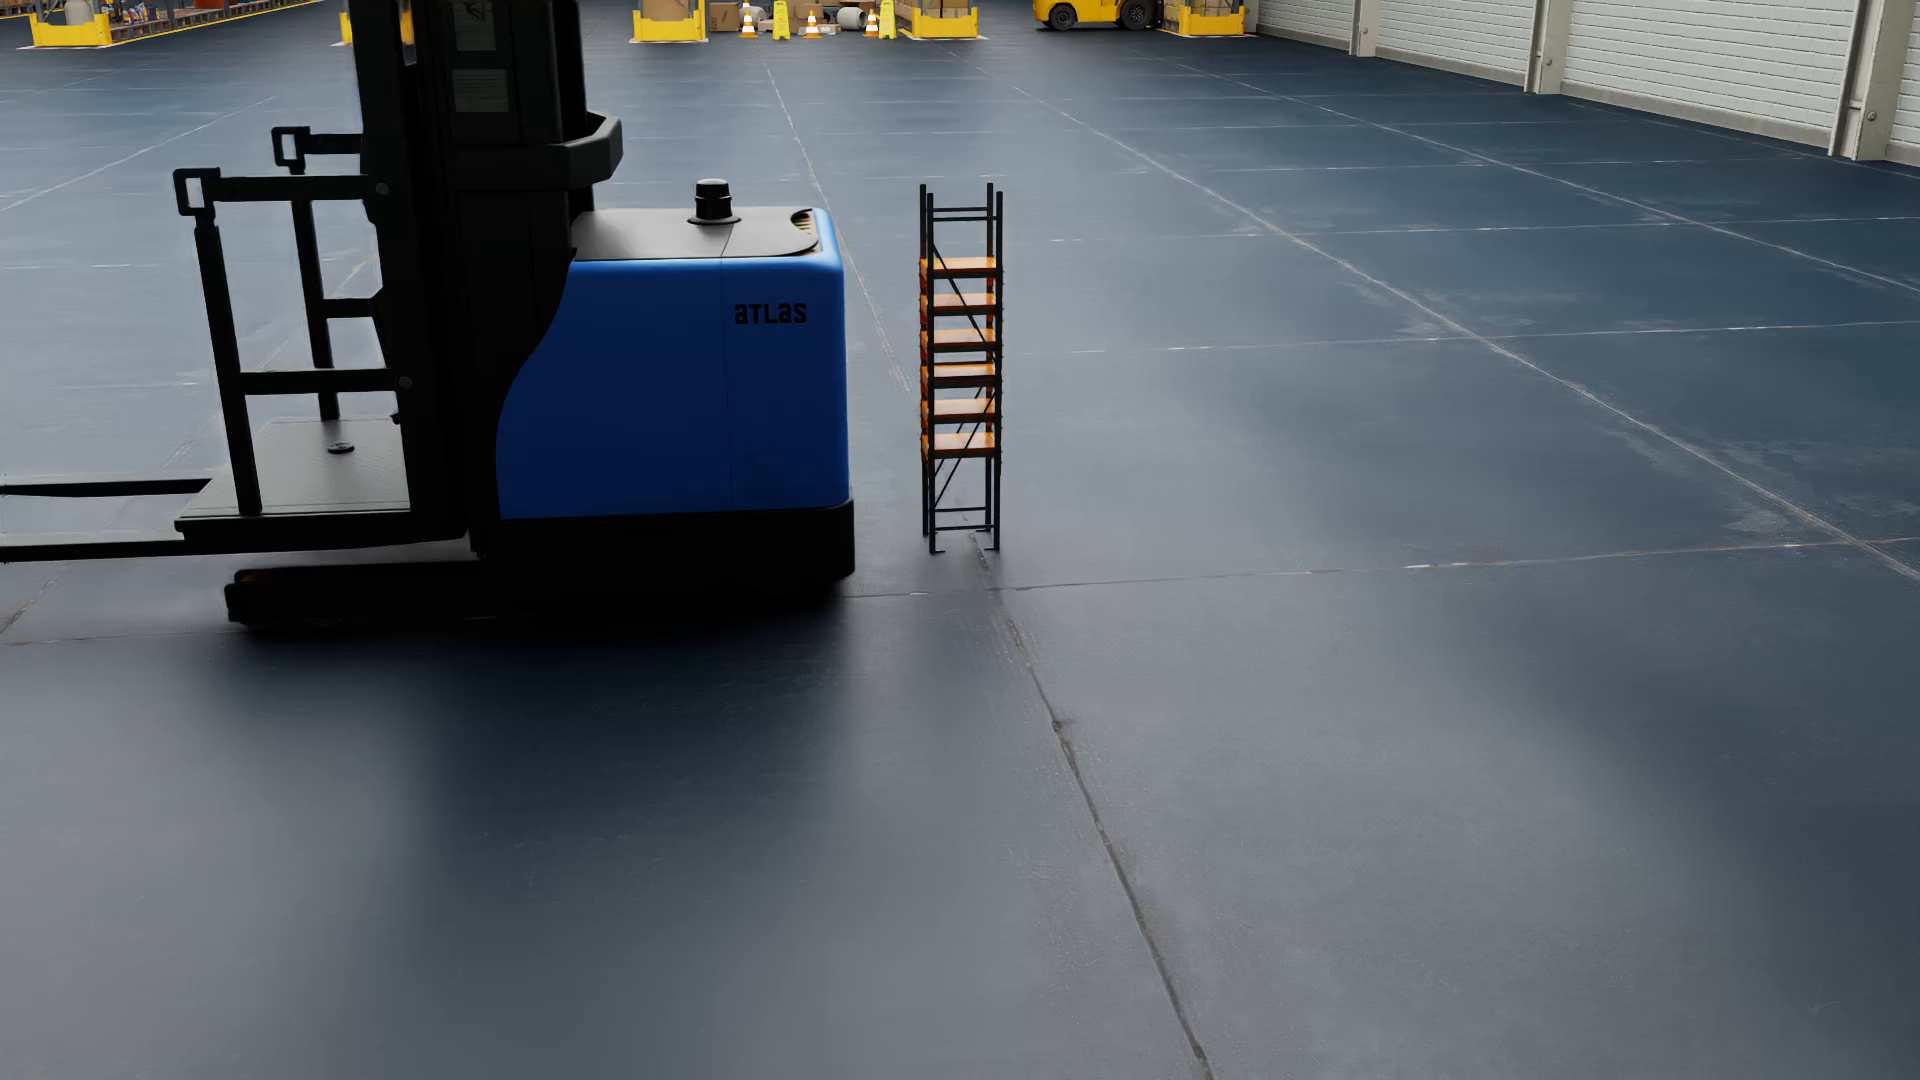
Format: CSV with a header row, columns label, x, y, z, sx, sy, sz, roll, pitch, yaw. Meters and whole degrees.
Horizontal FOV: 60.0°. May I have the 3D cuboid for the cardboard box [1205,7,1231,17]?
label,x,y,z,sx,sy,sz,roll,pitch,yaw
cardboard box,4.771,-9.868,31.180,0.500,0.250,0.500,-3,21,-8

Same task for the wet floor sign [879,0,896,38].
label,x,y,z,sx,sy,sz,roll,pitch,yaw
wet floor sign,-1.295,-9.305,29.708,0.267,0.644,0.232,4,21,11

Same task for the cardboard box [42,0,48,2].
label,x,y,z,sx,sy,sz,roll,pitch,yaw
cardboard box,-21.248,-12.563,38.010,0.500,0.500,0.500,-3,21,-8

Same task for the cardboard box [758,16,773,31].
label,x,y,z,sx,sy,sz,roll,pitch,yaw
cardboard box,-3.653,-9.845,31.697,0.396,0.266,0.258,1,20,2

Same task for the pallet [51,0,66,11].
label,x,y,z,sx,sy,sz,roll,pitch,yaw
pallet,-21.701,-12.616,39.193,1.003,0.211,1.213,-3,21,-8

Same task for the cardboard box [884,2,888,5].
label,x,y,z,sx,sy,sz,roll,pitch,yaw
cardboard box,-1.127,-11.550,35.507,0.950,0.372,0.625,-2,21,-6

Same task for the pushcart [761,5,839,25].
label,x,y,z,sx,sy,sz,roll,pitch,yaw
pushcart,-3.089,-10.552,33.430,1.648,0.377,0.936,-11,23,-26

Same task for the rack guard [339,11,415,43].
label,x,y,z,sx,sy,sz,roll,pitch,yaw
rack guard,-10.081,-8.884,28.787,1.175,0.500,0.348,-3,21,-8

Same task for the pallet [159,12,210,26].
label,x,y,z,sx,sy,sz,roll,pitch,yaw
pallet,-15.878,-10.550,33.662,1.003,0.211,1.213,-3,21,-8

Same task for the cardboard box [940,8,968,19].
label,x,y,z,sx,sy,sz,roll,pitch,yaw
cardboard box,-0.106,-9.730,30.810,0.500,0.250,0.500,-3,21,-8

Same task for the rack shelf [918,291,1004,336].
label,x,y,z,sx,sy,sz,roll,pitch,yaw
rack shelf,0.002,-0.740,5.424,0.258,0.103,0.180,-3,21,-8

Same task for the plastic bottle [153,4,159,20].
label,x,y,z,sx,sy,sz,roll,pitch,yaw
plastic bottle,-15.152,-9.947,31.315,0.061,0.283,0.133,-2,21,-5

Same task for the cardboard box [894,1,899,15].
label,x,y,z,sx,sy,sz,roll,pitch,yaw
cardboard box,-1.022,-10.604,33.149,0.500,0.250,0.500,-4,21,-10

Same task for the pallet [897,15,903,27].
label,x,y,z,sx,sy,sz,roll,pitch,yaw
pallet,-0.708,-10.376,33.195,1.003,0.211,1.213,-3,21,-8

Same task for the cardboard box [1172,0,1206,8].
label,x,y,z,sx,sy,sz,roll,pitch,yaw
cardboard box,4.268,-10.075,31.020,0.500,0.250,0.500,-3,21,-8

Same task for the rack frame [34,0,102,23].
label,x,y,z,sx,sy,sz,roll,pitch,yaw
rack frame,-14.971,-9.778,27.610,1.000,3.000,0.127,-3,21,-8

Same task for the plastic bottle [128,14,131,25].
label,x,y,z,sx,sy,sz,roll,pitch,yaw
plastic bottle,-14.939,-9.353,29.841,0.097,0.201,0.097,0,20,0

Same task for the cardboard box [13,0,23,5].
label,x,y,z,sx,sy,sz,roll,pitch,yaw
cardboard box,-21.038,-12.042,36.615,0.500,0.500,0.500,-4,21,-10

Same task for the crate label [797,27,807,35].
label,x,y,z,sx,sy,sz,roll,pitch,yaw
crate label,-2.826,-9.366,30.598,0.250,0.136,0.298,-15,25,-35

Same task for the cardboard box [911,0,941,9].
label,x,y,z,sx,sy,sz,roll,pitch,yaw
cardboard box,-0.637,-10.052,30.601,0.500,0.500,0.500,-3,21,-7

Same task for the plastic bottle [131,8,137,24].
label,x,y,z,sx,sy,sz,roll,pitch,yaw
plastic bottle,-14.988,-9.503,30.144,0.097,0.271,0.097,0,20,0

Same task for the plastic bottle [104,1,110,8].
label,x,y,z,sx,sy,sz,roll,pitch,yaw
plastic bottle,-15.842,-9.828,30.900,0.144,0.351,0.185,-2,21,-6

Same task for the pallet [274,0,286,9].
label,x,y,z,sx,sy,sz,roll,pitch,yaw
pallet,-16.845,-12.879,39.898,1.003,0.211,1.213,-3,21,-8

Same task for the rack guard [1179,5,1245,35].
label,x,y,z,sx,sy,sz,roll,pitch,yaw
rack guard,4.651,-9.600,30.706,1.175,0.500,0.348,-3,21,-8

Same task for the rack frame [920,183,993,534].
label,x,y,z,sx,sy,sz,roll,pitch,yaw
rack frame,-0.011,-0.589,5.578,0.240,1.200,0.006,-3,21,-8

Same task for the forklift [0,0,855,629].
label,x,y,z,sx,sy,sz,roll,pitch,yaw
forklift,-1.886,-1.301,5.011,3.031,2.935,1.130,-2,21,-6

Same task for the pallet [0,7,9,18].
label,x,y,z,sx,sy,sz,roll,pitch,yaw
pallet,-21.097,-11.254,35.546,1.003,0.211,1.213,-3,21,-8

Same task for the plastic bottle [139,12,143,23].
label,x,y,z,sx,sy,sz,roll,pitch,yaw
plastic bottle,-15.032,-9.576,30.438,0.097,0.201,0.097,0,20,0

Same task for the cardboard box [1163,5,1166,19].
label,x,y,z,sx,sy,sz,roll,pitch,yaw
cardboard box,4.142,-10.181,32.018,0.500,0.250,0.500,-3,21,-7

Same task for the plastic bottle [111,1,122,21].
label,x,y,z,sx,sy,sz,roll,pitch,yaw
plastic bottle,-15.699,-9.835,30.920,0.144,0.351,0.185,-3,21,-8

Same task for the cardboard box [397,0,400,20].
label,x,y,z,sx,sy,sz,roll,pitch,yaw
cardboard box,-10.143,-9.271,29.224,0.500,0.500,0.500,1,20,2

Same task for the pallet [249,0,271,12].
label,x,y,z,sx,sy,sz,roll,pitch,yaw
pallet,-16.631,-12.358,38.501,1.003,0.211,1.213,-3,21,-8

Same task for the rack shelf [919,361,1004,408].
label,x,y,z,sx,sy,sz,roll,pitch,yaw
rack shelf,0.002,-0.515,5.508,0.258,0.103,0.180,-3,21,-8

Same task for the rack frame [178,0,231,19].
label,x,y,z,sx,sy,sz,roll,pitch,yaw
rack frame,-16.124,-12.548,35.026,1.000,3.000,0.127,-3,21,-8

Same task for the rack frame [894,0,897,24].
label,x,y,z,sx,sy,sz,roll,pitch,yaw
rack frame,-0.840,-11.913,33.325,1.000,3.000,0.127,-3,21,-8

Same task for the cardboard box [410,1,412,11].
label,x,y,z,sx,sy,sz,roll,pitch,yaw
cardboard box,-10.371,-9.889,30.880,0.500,0.500,0.500,-5,21,-13

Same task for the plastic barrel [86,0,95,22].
label,x,y,z,sx,sy,sz,roll,pitch,yaw
plastic barrel,-15.214,-9.207,29.036,0.421,0.512,0.421,0,20,0

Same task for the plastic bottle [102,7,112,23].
label,x,y,z,sx,sy,sz,roll,pitch,yaw
plastic bottle,-15.610,-9.597,30.387,0.152,0.276,0.135,-3,21,-8

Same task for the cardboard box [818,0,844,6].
label,x,y,z,sx,sy,sz,roll,pitch,yaw
cardboard box,-2.597,-10.997,33.362,0.500,0.500,0.500,-3,21,-8

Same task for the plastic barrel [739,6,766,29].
label,x,y,z,sx,sy,sz,roll,pitch,yaw
plastic barrel,-4.042,-10.106,32.169,0.512,0.421,0.421,12,24,30

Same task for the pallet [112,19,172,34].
label,x,y,z,sx,sy,sz,roll,pitch,yaw
pallet,-15.492,-9.622,31.178,1.003,0.211,1.213,-3,21,-8

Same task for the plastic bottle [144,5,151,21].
label,x,y,z,sx,sy,sz,roll,pitch,yaw
plastic bottle,-15.077,-9.768,30.835,0.061,0.283,0.133,-2,21,-4

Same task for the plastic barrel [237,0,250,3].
label,x,y,z,sx,sy,sz,roll,pitch,yaw
plastic barrel,-16.537,-12.713,37.865,0.600,0.901,0.708,-3,21,-8

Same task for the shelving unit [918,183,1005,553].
label,x,y,z,sx,sy,sz,roll,pitch,yaw
shelving unit,0.002,-0.557,5.493,0.258,1.200,0.189,-3,21,-8

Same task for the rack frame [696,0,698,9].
label,x,y,z,sx,sy,sz,roll,pitch,yaw
rack frame,-6.300,-13.013,36.271,1.000,3.000,0.127,-3,21,-8

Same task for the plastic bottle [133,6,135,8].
label,x,y,z,sx,sy,sz,roll,pitch,yaw
plastic bottle,-15.193,-9.696,30.643,0.061,0.283,0.133,-3,21,-8

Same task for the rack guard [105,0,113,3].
label,x,y,z,sx,sy,sz,roll,pitch,yaw
rack guard,-22.169,-13.872,42.143,1.175,0.500,0.348,-3,21,-8

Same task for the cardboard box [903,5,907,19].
label,x,y,z,sx,sy,sz,roll,pitch,yaw
cardboard box,-0.794,-10.064,31.703,0.500,0.250,0.500,-4,21,-10

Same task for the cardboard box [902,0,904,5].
label,x,y,z,sx,sy,sz,roll,pitch,yaw
cardboard box,-0.860,-10.591,32.042,0.500,0.500,0.500,-2,21,-5

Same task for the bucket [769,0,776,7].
label,x,y,z,sx,sy,sz,roll,pitch,yaw
bucket,-3.423,-10.876,33.055,0.726,0.611,0.620,4,11,11

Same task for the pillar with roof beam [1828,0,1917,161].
label,x,y,z,sx,sy,sz,roll,pitch,yaw
pillar with roof beam,3.774,-7.427,12.741,9.100,9.000,0.400,-3,21,-8
